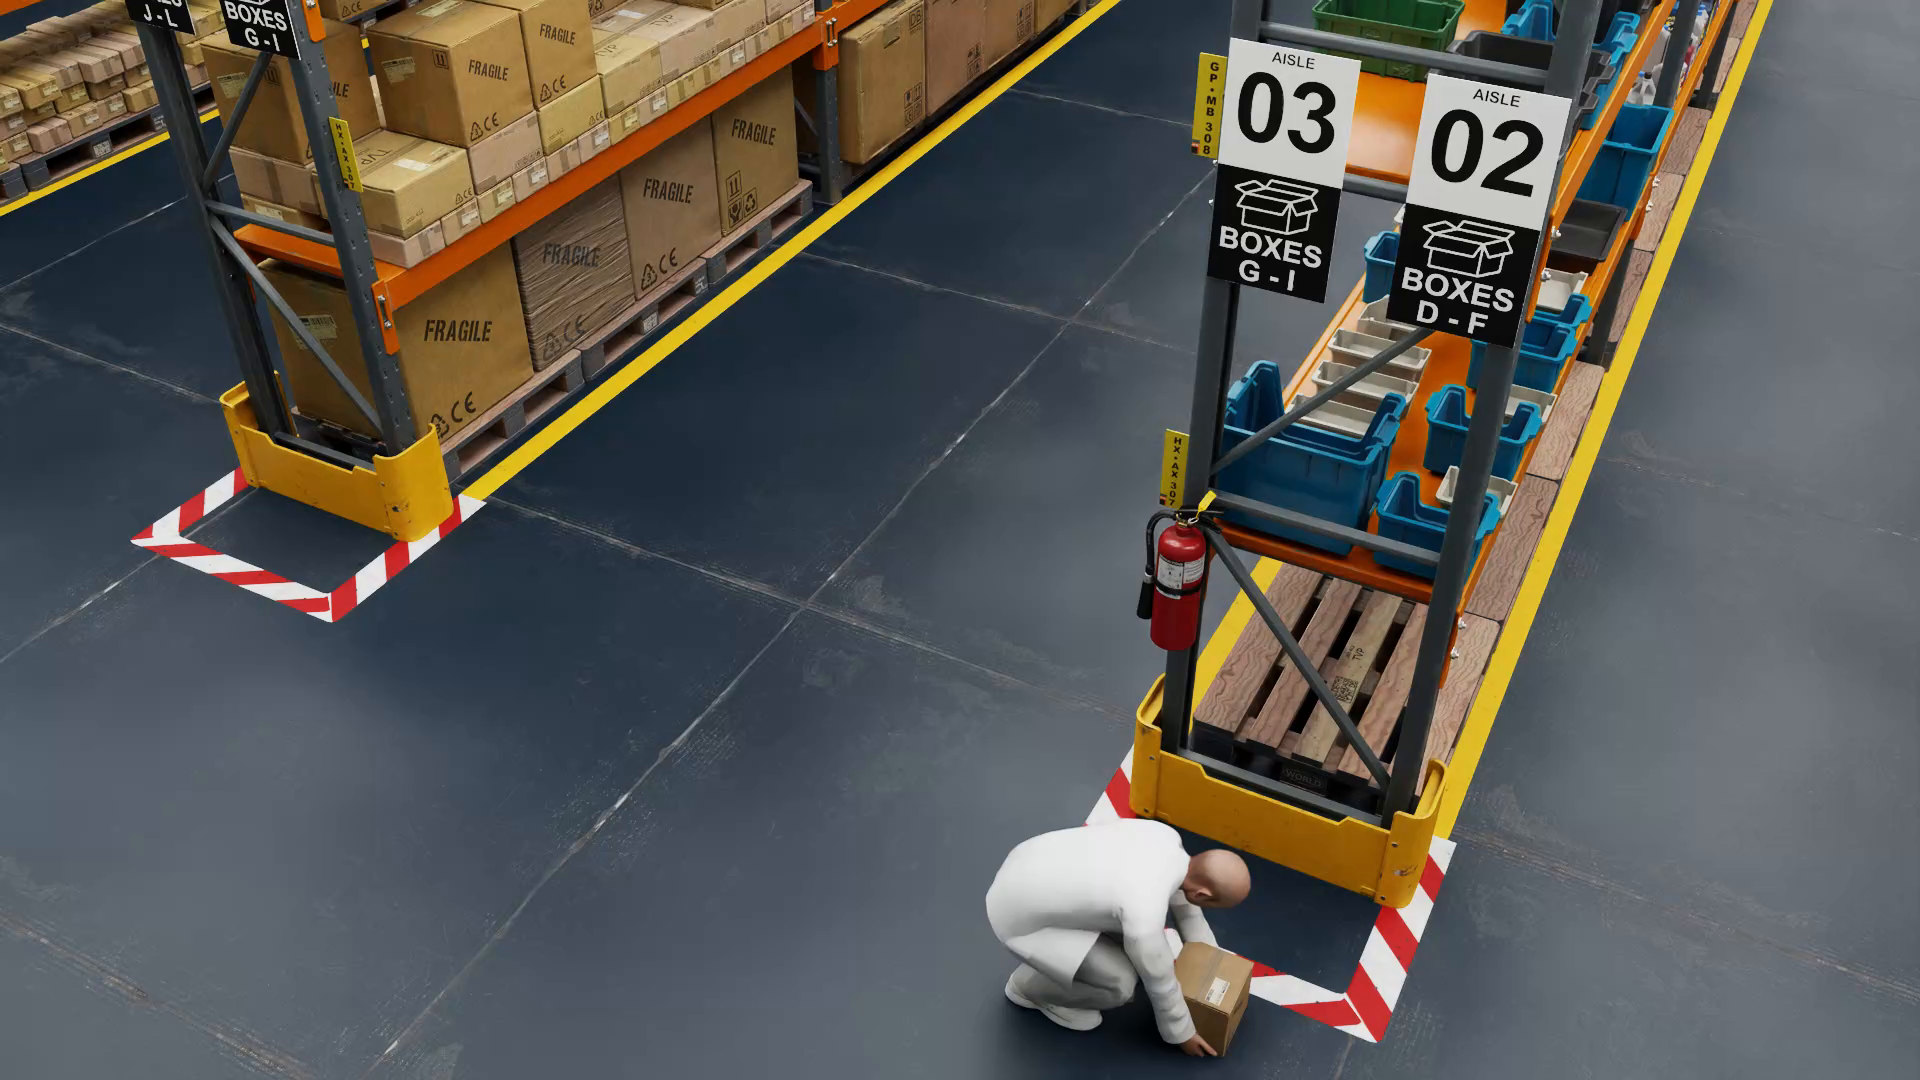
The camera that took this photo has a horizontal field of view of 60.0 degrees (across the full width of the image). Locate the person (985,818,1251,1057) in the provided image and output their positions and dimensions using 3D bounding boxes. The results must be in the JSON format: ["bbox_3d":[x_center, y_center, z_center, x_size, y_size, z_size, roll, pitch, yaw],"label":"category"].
[{"bbox_3d":[0.548,1.373,5.851,0.931,0.890,0.582,13,39,16],"label":"person"}]
